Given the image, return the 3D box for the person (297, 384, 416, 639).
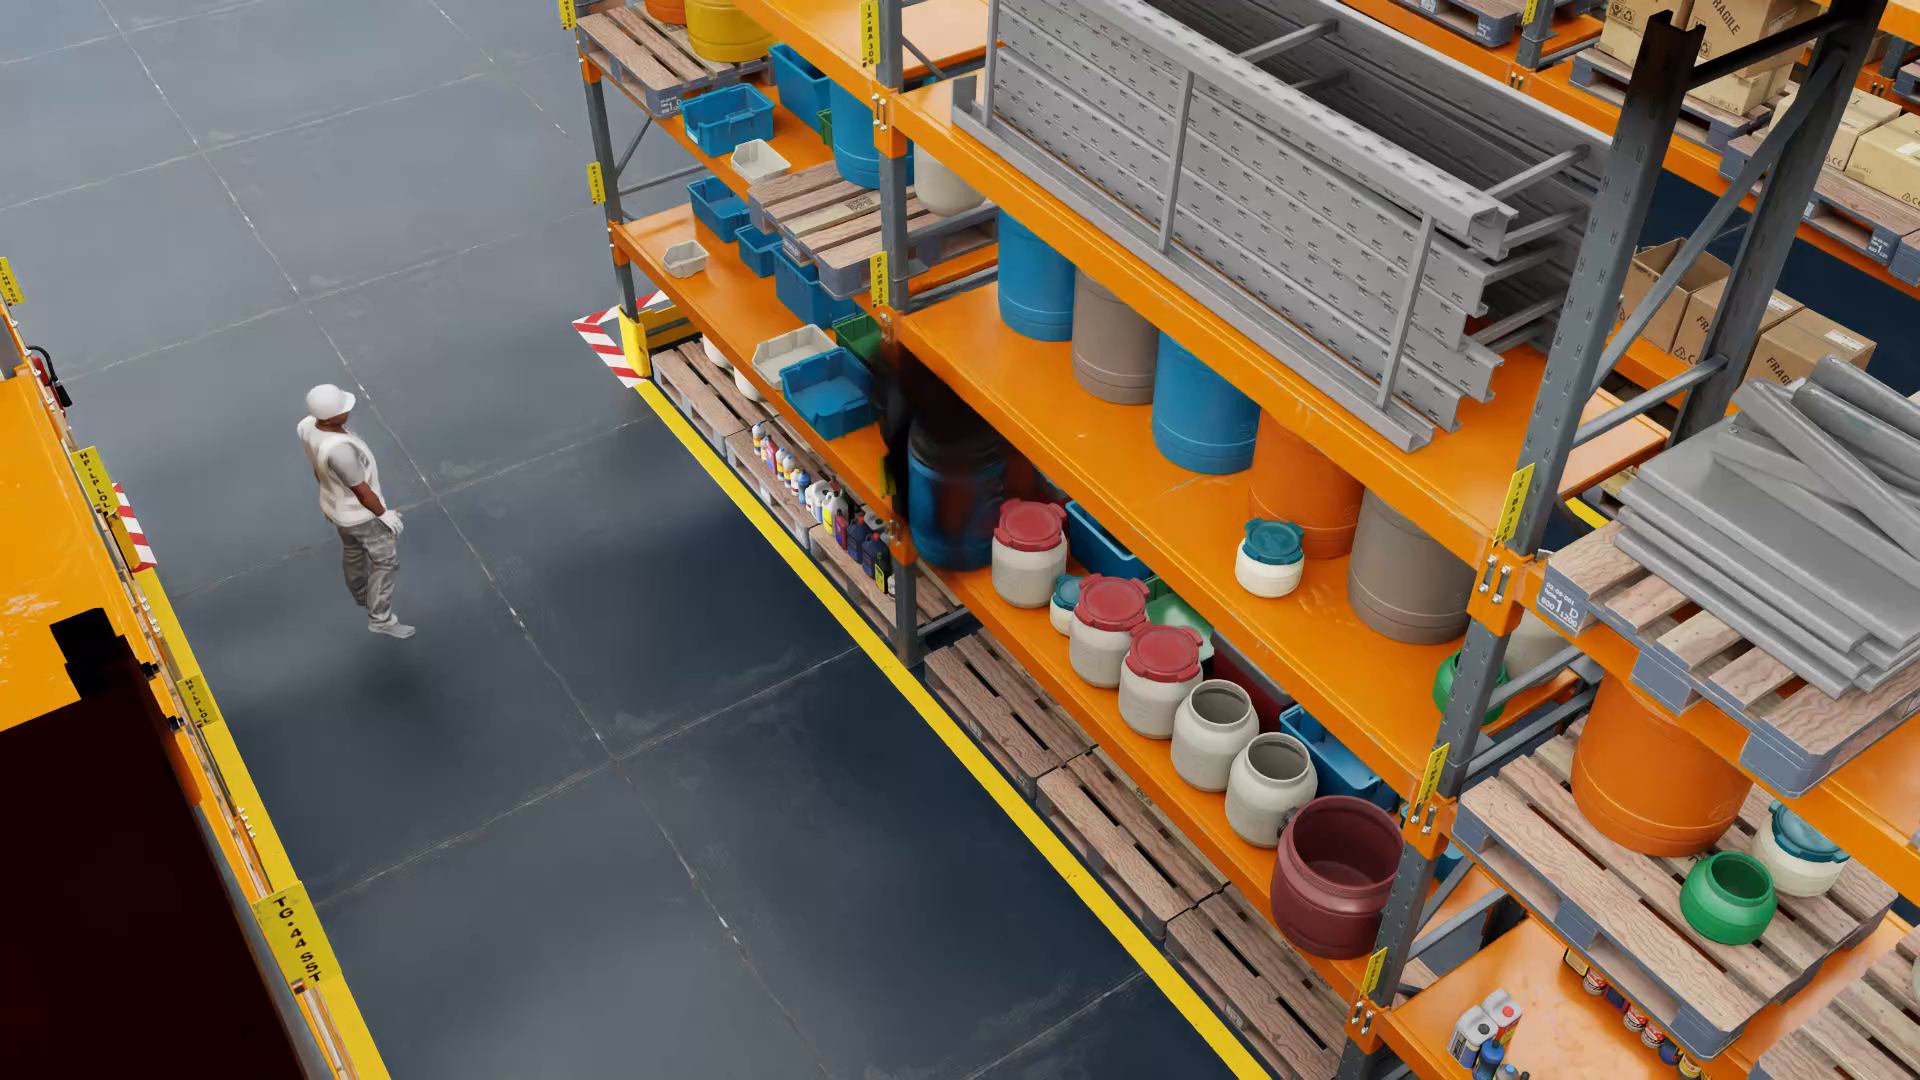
[{"bbox_3d":[-3.735,-0.184,10.233,0.406,1.855,0.650,-32,52,-30],"label":"person"}]
